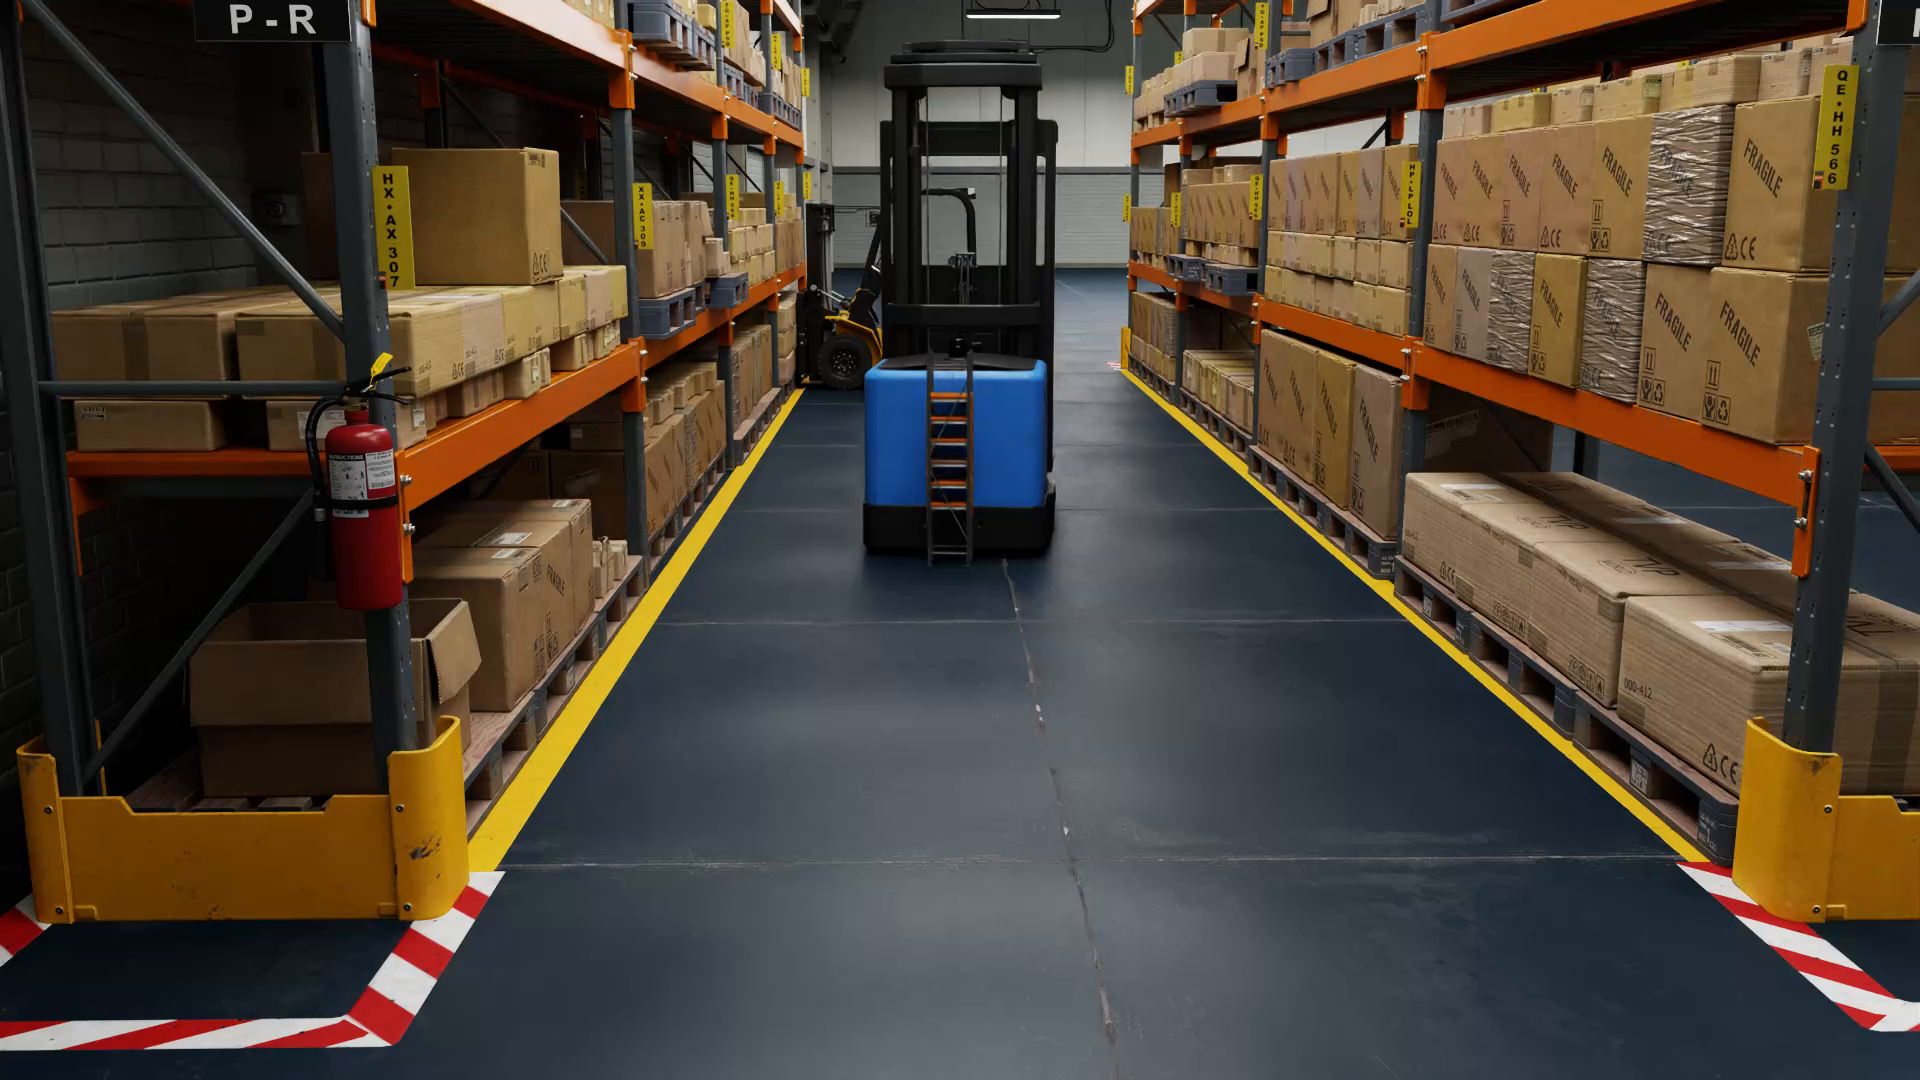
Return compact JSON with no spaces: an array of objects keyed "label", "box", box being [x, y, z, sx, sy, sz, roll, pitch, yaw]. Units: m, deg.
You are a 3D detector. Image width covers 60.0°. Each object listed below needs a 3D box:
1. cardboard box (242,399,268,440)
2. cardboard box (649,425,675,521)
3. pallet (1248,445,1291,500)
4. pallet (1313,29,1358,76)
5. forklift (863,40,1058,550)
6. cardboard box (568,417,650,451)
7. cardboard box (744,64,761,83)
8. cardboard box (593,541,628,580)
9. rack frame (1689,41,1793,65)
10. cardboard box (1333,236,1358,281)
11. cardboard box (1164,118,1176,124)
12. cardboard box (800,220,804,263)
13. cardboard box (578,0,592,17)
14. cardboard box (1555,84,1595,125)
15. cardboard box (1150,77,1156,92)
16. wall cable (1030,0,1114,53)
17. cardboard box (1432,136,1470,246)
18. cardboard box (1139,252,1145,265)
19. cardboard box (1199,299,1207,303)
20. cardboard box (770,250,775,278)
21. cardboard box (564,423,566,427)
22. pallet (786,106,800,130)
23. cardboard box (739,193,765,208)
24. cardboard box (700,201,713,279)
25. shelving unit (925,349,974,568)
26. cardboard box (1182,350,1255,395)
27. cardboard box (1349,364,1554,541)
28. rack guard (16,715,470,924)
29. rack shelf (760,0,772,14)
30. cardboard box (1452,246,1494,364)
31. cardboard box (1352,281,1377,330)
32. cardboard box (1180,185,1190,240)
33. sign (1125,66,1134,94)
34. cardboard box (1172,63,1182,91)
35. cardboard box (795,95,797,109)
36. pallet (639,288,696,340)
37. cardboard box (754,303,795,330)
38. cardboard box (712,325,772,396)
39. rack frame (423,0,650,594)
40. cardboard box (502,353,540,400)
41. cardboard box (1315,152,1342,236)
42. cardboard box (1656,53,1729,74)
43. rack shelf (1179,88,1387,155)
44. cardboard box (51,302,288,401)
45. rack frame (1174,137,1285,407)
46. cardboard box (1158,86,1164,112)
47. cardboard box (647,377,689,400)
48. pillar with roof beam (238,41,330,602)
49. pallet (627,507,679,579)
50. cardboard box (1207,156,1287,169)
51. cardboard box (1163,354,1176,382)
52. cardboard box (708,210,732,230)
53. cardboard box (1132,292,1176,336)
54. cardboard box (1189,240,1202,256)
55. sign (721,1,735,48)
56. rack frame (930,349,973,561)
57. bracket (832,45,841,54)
[{"label":"cardboard box","box":[-2.276,-0.397,5.105,0.380,0.149,0.250,0,11,1]},{"label":"cardboard box","box":[-1.946,-0.384,9.637,0.500,0.500,0.500,0,11,-2]},{"label":"pallet","box":[2.681,-0.493,11.957,1.003,0.211,1.213,0,11,-1]},{"label":"pallet","box":[2.833,-3.044,10.449,1.003,0.211,1.213,0,11,1]},{"label":"forklift","box":[0.068,-1.621,10.679,1.130,2.935,3.031,1,11,4]},{"label":"cardboard box","box":[-1.881,-0.571,8.930,0.380,0.149,0.250,0,11,2]},{"label":"cardboard box","box":[-1.979,-4.175,14.873,0.380,0.149,0.250,0,11,-1]},{"label":"cardboard box","box":[-1.835,0.101,8.132,0.380,0.149,0.250,-1,11,-3]},{"label":"rack frame","box":[7.604,-5.792,15.976,1.000,3.000,0.127,0,11,-1]},{"label":"cardboard box","box":[2.536,-1.682,9.924,0.500,0.250,0.500,0,11,0]},{"label":"cardboard box","box":[2.339,-4.425,17.412,0.380,0.149,0.250,0,11,0]},{"label":"cardboard box","box":[-2.115,-3.538,19.702,0.500,0.500,0.500,0,11,-2]},{"label":"cardboard box","box":[-1.838,-2.375,7.308,0.380,0.149,0.250,0,11,1]},{"label":"cardboard box","box":[2.583,-1.712,6.554,0.380,0.149,0.250,0,11,-1]},{"label":"cardboard box","box":[2.298,-5.022,18.349,0.380,0.149,0.250,0,11,0]},{"label":"wall cable","box":[3.166,-16.144,50.671,3.097,2.526,0.112,0,11,-1]},{"label":"cardboard box","box":[2.591,-1.665,7.954,0.500,0.500,0.500,0,11,-1]},{"label":"cardboard box","box":[2.278,-3.261,19.222,0.380,0.149,0.250,0,11,0]},{"label":"cardboard box","box":[2.883,-2.365,18.146,0.500,0.500,0.500,0,11,2]},{"label":"cardboard box","box":[-2.033,-2.618,15.796,0.500,0.250,0.500,0,11,0]},{"label":"cardboard box","box":[-2.492,-0.722,9.674,0.380,0.149,0.250,-1,11,-4]},{"label":"pallet","box":[-2.399,-4.872,19.206,1.003,0.211,1.213,0,11,-1]},{"label":"cardboard box","box":[-2.015,-3.368,16.483,0.380,0.149,0.250,0,11,0]},{"label":"cardboard box","box":[-2.004,-1.928,10.702,0.797,0.503,0.637,-1,11,-2]},{"label":"shelving unit","box":[-0.055,-0.453,9.275,0.258,1.200,0.189,1,11,4]},{"label":"cardboard box","box":[2.671,-1.625,16.079,0.950,0.372,0.625,0,11,0]},{"label":"cardboard box","box":[2.730,-0.509,9.310,0.875,0.875,0.875,0,11,1]},{"label":"rack guard","box":[-2.059,0.805,4.834,1.175,0.500,0.348,0,11,-1]},{"label":"rack shelf","box":[-2.264,-4.784,13.824,1.077,0.370,4.000,0,11,-1]},{"label":"cardboard box","box":[2.577,-1.076,7.567,0.500,0.500,0.500,0,11,-1]},{"label":"cardboard box","box":[2.552,-1.337,9.483,0.500,0.250,0.500,0,11,-2]},{"label":"cardboard box","box":[2.380,-3.118,15.827,0.500,0.500,0.500,0,11,0]},{"label":"sign","box":[2.032,-5.503,19.896,0.100,0.325,0.005,0,11,-1]},{"label":"cardboard box","box":[2.269,-4.296,15.468,0.500,0.250,0.500,-1,11,-3]},{"label":"cardboard box","box":[-2.067,-5.024,19.058,0.380,0.149,0.250,-1,11,-3]},{"label":"pallet","box":[-2.047,-1.265,9.235,1.003,0.211,1.213,0,11,-1]},{"label":"cardboard box","box":[-2.002,-2.338,17.383,0.500,0.250,0.500,0,11,-1]},{"label":"cardboard box","box":[-2.283,-1.729,15.953,0.875,0.625,0.625,0,11,1]},{"label":"rack frame","box":[-2.140,-1.200,8.431,1.000,3.000,0.127,0,11,-1]},{"label":"cardboard box","box":[-1.766,-0.605,6.127,0.380,0.149,0.250,-1,11,-3]},{"label":"cardboard box","box":[2.528,-2.155,10.369,0.500,0.500,0.500,0,11,0]},{"label":"cardboard box","box":[7.338,-4.746,16.685,0.500,0.250,0.500,0,11,-2]},{"label":"rack shelf","box":[2.699,-3.531,14.187,1.077,0.370,4.000,0,11,-1]},{"label":"cardboard box","box":[-2.332,-0.568,4.942,0.500,0.250,0.500,0,11,1]},{"label":"rack frame","box":[2.658,-2.812,16.373,1.000,3.000,0.127,0,11,-1]},{"label":"cardboard box","box":[2.372,-4.642,17.483,0.500,0.250,0.500,0,11,-2]},{"label":"cardboard box","box":[-1.995,-0.988,10.984,0.380,0.149,0.250,0,11,-2]},{"label":"pillar with roof beam","box":[1.278,-4.016,7.221,9.100,9.000,0.400,0,11,-1]},{"label":"pallet","box":[-2.194,0.005,9.504,1.003,0.211,1.213,0,11,-1]},{"label":"cardboard box","box":[2.865,-3.585,16.670,0.700,0.500,0.500,0,11,-2]},{"label":"cardboard box","box":[2.377,-1.786,17.179,0.500,0.250,0.500,0,11,1]},{"label":"cardboard box","box":[-1.935,-2.427,12.594,0.380,0.149,0.250,0,11,1]},{"label":"cardboard box","box":[2.316,-2.666,19.630,0.500,0.500,0.500,-1,11,-3]},{"label":"cardboard box","box":[2.349,-2.733,15.564,0.380,0.149,0.250,0,11,0]},{"label":"sign","box":[-1.680,-3.721,12.009,0.100,0.325,0.005,0,11,-1]},{"label":"rack frame","box":[-0.048,-0.471,9.364,0.240,1.200,0.006,1,11,4]},{"label":"bracket","box":[-3.531,-14.030,47.529,0.235,0.232,0.430,0,11,-1]}]
